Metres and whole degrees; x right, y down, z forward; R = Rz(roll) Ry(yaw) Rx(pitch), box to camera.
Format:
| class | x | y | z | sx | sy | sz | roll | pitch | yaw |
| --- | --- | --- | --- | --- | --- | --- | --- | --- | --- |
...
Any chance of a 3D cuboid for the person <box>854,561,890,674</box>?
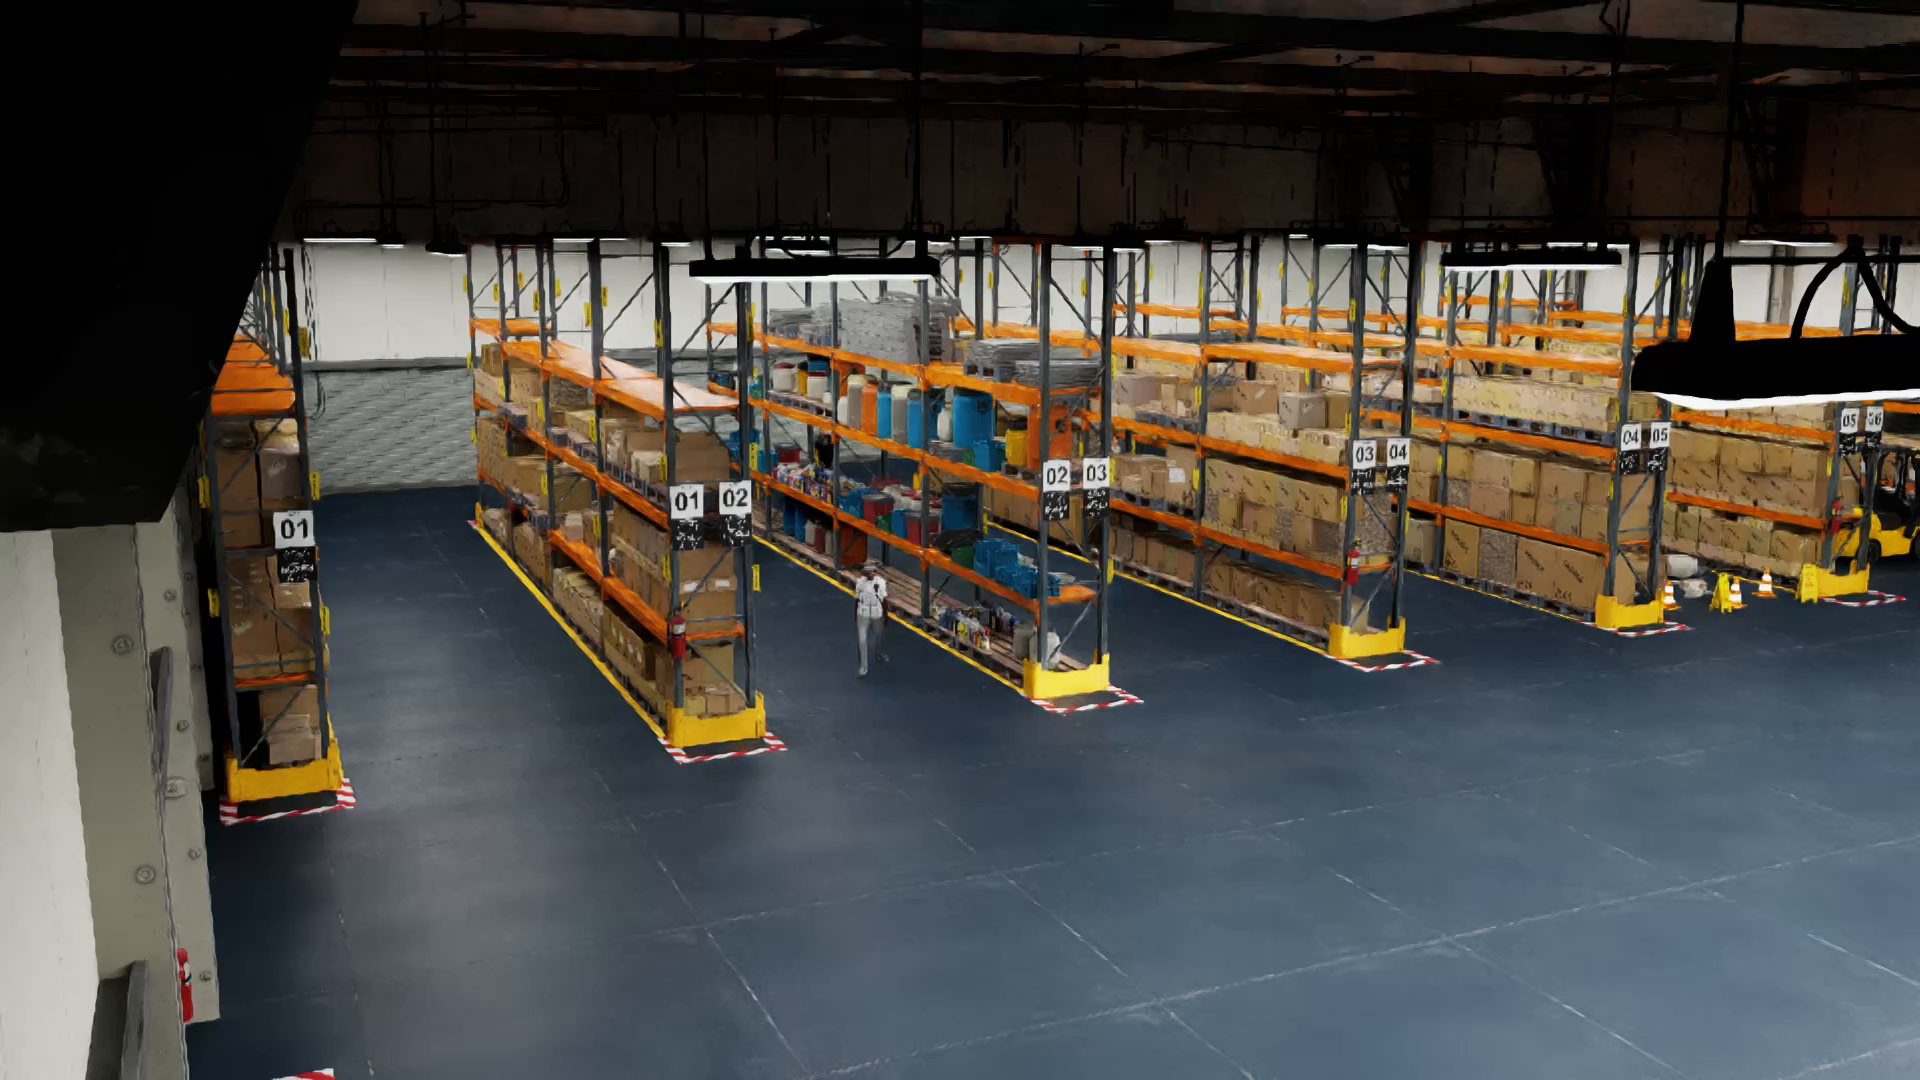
| class | x | y | z | sx | sy | sz | roll | pitch | yaw |
| --- | --- | --- | --- | --- | --- | --- | --- | --- | --- |
| person | -1.245 | 1.039 | 23.519 | 0.505 | 1.610 | 0.939 | 0 | 11 | -3 |

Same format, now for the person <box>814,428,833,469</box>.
| class | x | y | z | sx | sy | sz | roll | pitch | yaw |
| --- | --- | --- | --- | --- | --- | --- | --- | --- | --- |
| person | -3.103 | -1.850 | 38.285 | 0.555 | 1.673 | 1.029 | -5 | 12 | -24 |

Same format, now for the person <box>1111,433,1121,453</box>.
| class | x | y | z | sx | sy | sz | roll | pitch | yaw |
| --- | --- | --- | --- | --- | --- | --- | --- | --- | --- |
| person | 3.402 | -1.589 | 37.069 | 0.446 | 1.586 | 1.110 | -4 | 12 | -22 |
